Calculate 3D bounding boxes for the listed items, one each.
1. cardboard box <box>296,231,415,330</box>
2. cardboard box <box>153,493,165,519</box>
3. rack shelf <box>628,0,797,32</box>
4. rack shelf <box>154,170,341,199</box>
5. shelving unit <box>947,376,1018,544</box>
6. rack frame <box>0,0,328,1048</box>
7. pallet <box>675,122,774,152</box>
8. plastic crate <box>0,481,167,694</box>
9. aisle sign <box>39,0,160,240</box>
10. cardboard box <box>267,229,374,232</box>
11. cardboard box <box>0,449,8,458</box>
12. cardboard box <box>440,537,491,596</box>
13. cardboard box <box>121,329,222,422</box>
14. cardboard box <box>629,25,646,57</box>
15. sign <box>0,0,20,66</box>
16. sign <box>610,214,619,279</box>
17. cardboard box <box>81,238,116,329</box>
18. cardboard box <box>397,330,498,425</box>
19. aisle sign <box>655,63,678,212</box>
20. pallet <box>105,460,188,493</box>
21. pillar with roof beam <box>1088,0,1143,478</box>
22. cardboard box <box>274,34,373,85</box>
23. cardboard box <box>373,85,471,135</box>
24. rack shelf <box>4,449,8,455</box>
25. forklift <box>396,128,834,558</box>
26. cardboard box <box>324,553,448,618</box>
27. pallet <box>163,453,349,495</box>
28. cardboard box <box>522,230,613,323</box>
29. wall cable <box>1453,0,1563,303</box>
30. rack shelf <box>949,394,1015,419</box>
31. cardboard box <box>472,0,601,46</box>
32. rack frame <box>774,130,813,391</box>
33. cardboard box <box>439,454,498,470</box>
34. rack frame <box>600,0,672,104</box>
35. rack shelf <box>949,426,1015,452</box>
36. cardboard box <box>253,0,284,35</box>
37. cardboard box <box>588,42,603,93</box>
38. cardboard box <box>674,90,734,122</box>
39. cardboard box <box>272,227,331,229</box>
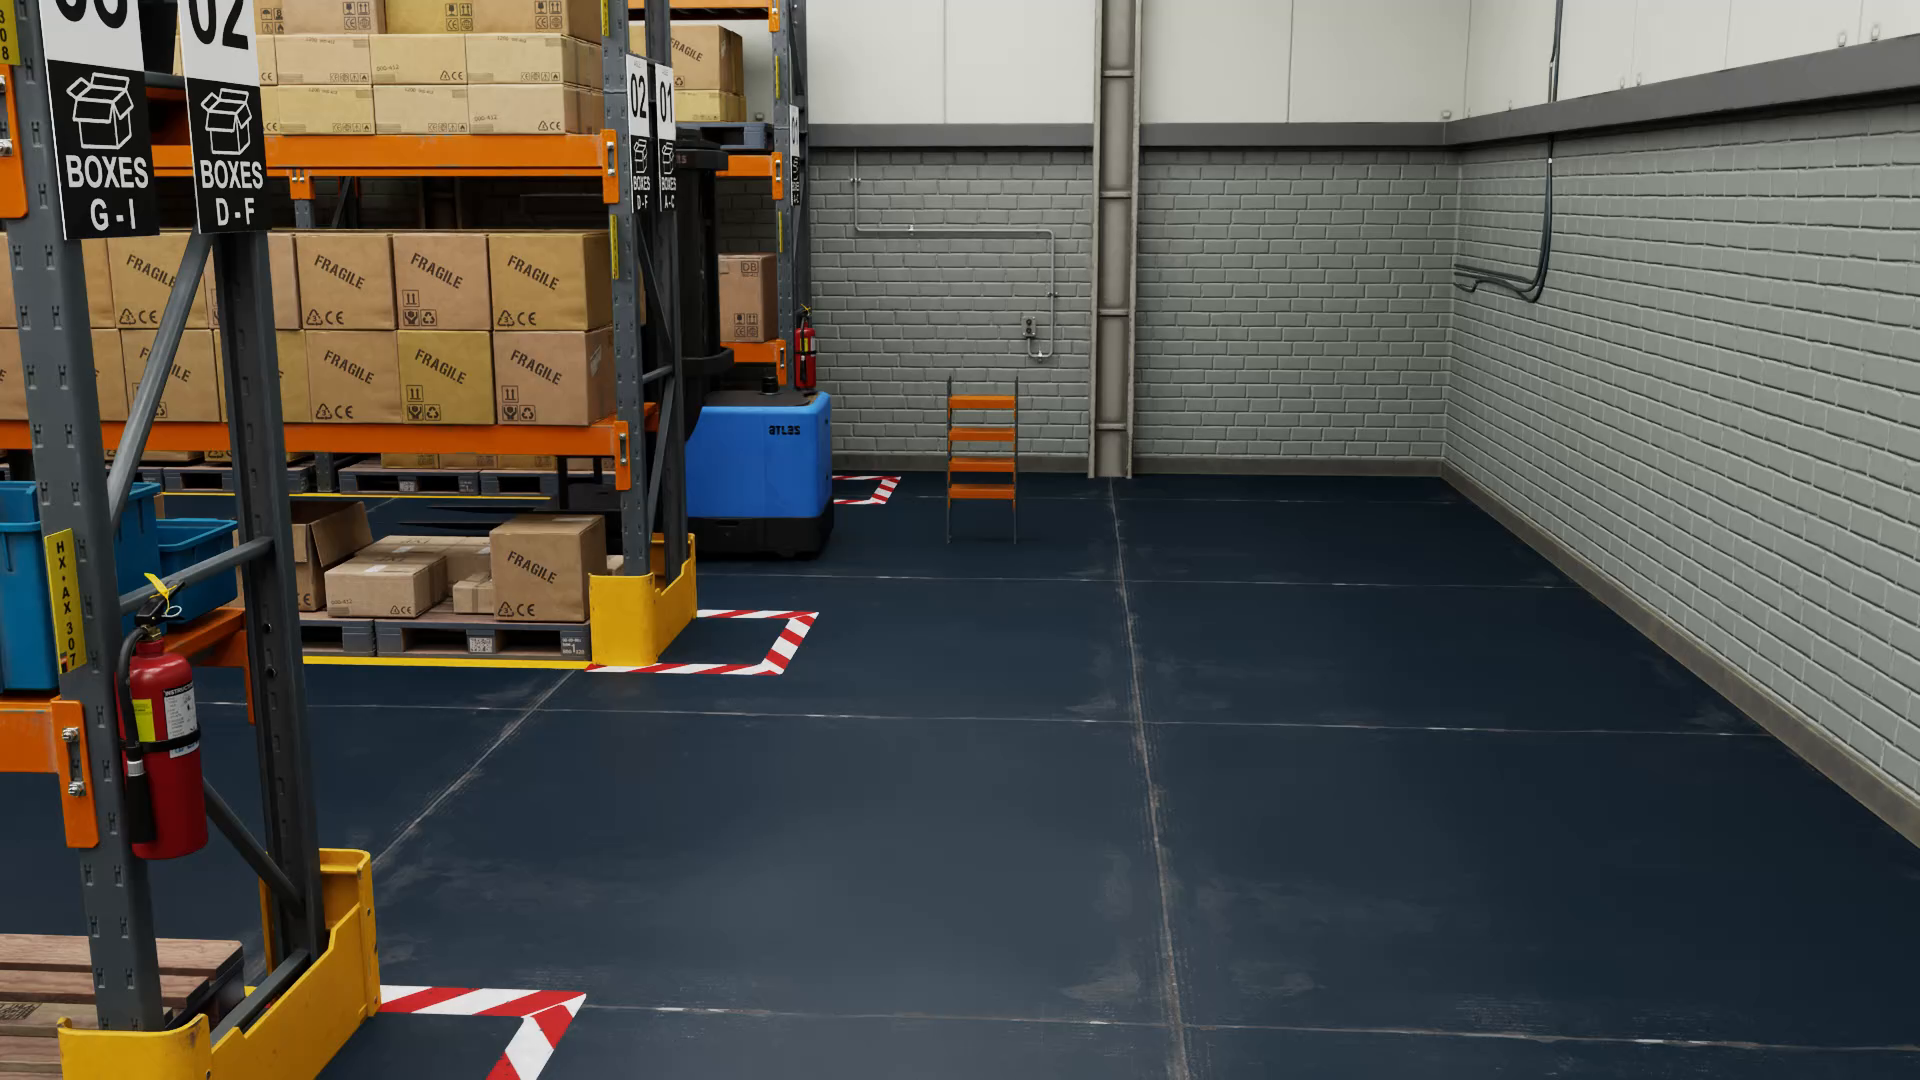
[{"bbox_3d":[-3.205,-1.403,8.965,0.500,0.500,0.500,1,12,5],"label":"cardboard box"},{"bbox_3d":[-5.125,0.001,9.967,0.500,0.500,0.500,1,12,4],"label":"cardboard box"},{"bbox_3d":[-3.389,-4.330,13.724,4.000,0.370,1.077,1,12,4],"label":"rack shelf"},{"bbox_3d":[-7.381,-3.112,14.252,4.000,0.370,1.077,1,12,4],"label":"rack shelf"},{"bbox_3d":[0.165,-0.585,12.134,0.503,1.200,0.258,1,12,4],"label":"shelving unit"},{"bbox_3d":[-2.056,0.110,4.418,0.127,3.000,1.000,1,12,4],"label":"rack frame"},{"bbox_3d":[-2.135,-3.347,13.834,1.213,0.211,1.003,1,12,4],"label":"pallet"},{"bbox_3d":[-2.403,0.097,4.248,0.499,0.435,0.616,1,12,4],"label":"plastic crate"},{"bbox_3d":[-2.004,-1.102,3.861,0.004,0.787,0.394,1,12,4],"label":"aisle sign"},{"bbox_3d":[-3.674,-1.521,9.526,0.500,0.500,0.500,1,12,3],"label":"cardboard box"},{"bbox_3d":[-8.651,-1.140,14.617,0.750,0.750,0.750,1,12,3],"label":"cardboard box"},{"bbox_3d":[-2.744,0.156,9.837,0.500,0.250,0.500,1,12,4],"label":"cardboard box"},{"bbox_3d":[-4.212,-0.930,9.142,0.500,0.500,0.500,1,12,3],"label":"cardboard box"},{"bbox_3d":[-2.641,-3.894,13.496,0.500,0.500,0.500,1,12,5],"label":"cardboard box"},{"bbox_3d":[-2.077,-1.195,3.583,0.005,0.325,0.100,1,12,4],"label":"sign"},{"bbox_3d":[-1.778,-1.511,8.564,0.005,0.325,0.100,1,12,4],"label":"sign"},{"bbox_3d":[-4.746,-1.424,9.065,0.500,0.500,0.500,0,12,2],"label":"cardboard box"},{"bbox_3d":[-2.704,-0.908,9.039,0.500,0.500,0.500,1,12,4],"label":"cardboard box"},{"bbox_3d":[-1.634,-2.234,9.271,0.004,0.787,0.394,1,12,4],"label":"aisle sign"},{"bbox_3d":[-7.380,-0.615,14.695,1.213,0.211,1.003,1,12,4],"label":"pallet"},{"bbox_3d":[1.070,-4.111,9.943,0.400,9.000,9.100,1,12,4],"label":"pillar with roof beam"},{"bbox_3d":[-3.248,-2.511,8.766,0.500,0.250,0.500,1,12,4],"label":"cardboard box"},{"bbox_3d":[-2.750,-2.259,8.783,0.500,0.250,0.500,1,12,4],"label":"cardboard box"},{"bbox_3d":[-7.708,-0.632,9.721,4.000,0.370,1.077,1,12,4],"label":"rack shelf"},{"bbox_3d":[-2.468,-1.398,11.791,3.031,2.935,1.130,0,12,1],"label":"forklift"},{"bbox_3d":[-3.226,0.252,9.378,0.500,0.250,0.500,1,12,4],"label":"cardboard box"},{"bbox_3d":[-6.160,-0.599,14.617,1.213,0.211,1.003,1,12,4],"label":"pallet"},{"bbox_3d":[-2.146,-1.501,9.429,0.500,0.500,0.500,1,12,5],"label":"cardboard box"},{"bbox_3d":[4.225,-3.180,13.078,0.112,2.526,3.097,1,12,4],"label":"wall cable"},{"bbox_3d":[0.165,-0.970,12.054,0.480,0.148,0.258,1,12,4],"label":"rack shelf"},{"bbox_3d":[-2.235,-2.912,8.853,0.500,0.500,0.700,1,12,4],"label":"cardboard box"},{"bbox_3d":[-1.394,-1.914,14.093,0.127,3.000,1.000,1,12,4],"label":"rack frame"},{"bbox_3d":[-4.145,-0.912,14.383,0.500,0.500,0.700,1,12,3],"label":"cardboard box"},{"bbox_3d":[-1.721,-3.839,8.641,0.127,3.000,1.000,1,12,4],"label":"rack frame"},{"bbox_3d":[0.165,-0.738,12.102,0.480,0.148,0.258,1,12,4],"label":"rack shelf"},{"bbox_3d":[-3.727,-2.948,9.021,0.500,0.500,0.700,1,12,4],"label":"cardboard box"},{"bbox_3d":[-2.216,-2.602,9.200,0.500,0.250,0.500,1,12,4],"label":"cardboard box"},{"bbox_3d":[-2.142,-3.519,13.537,0.500,0.250,0.500,1,12,5],"label":"cardboard box"},{"bbox_3d":[-5.827,-2.600,14.520,0.500,0.250,0.500,1,12,6],"label":"cardboard box"}]
